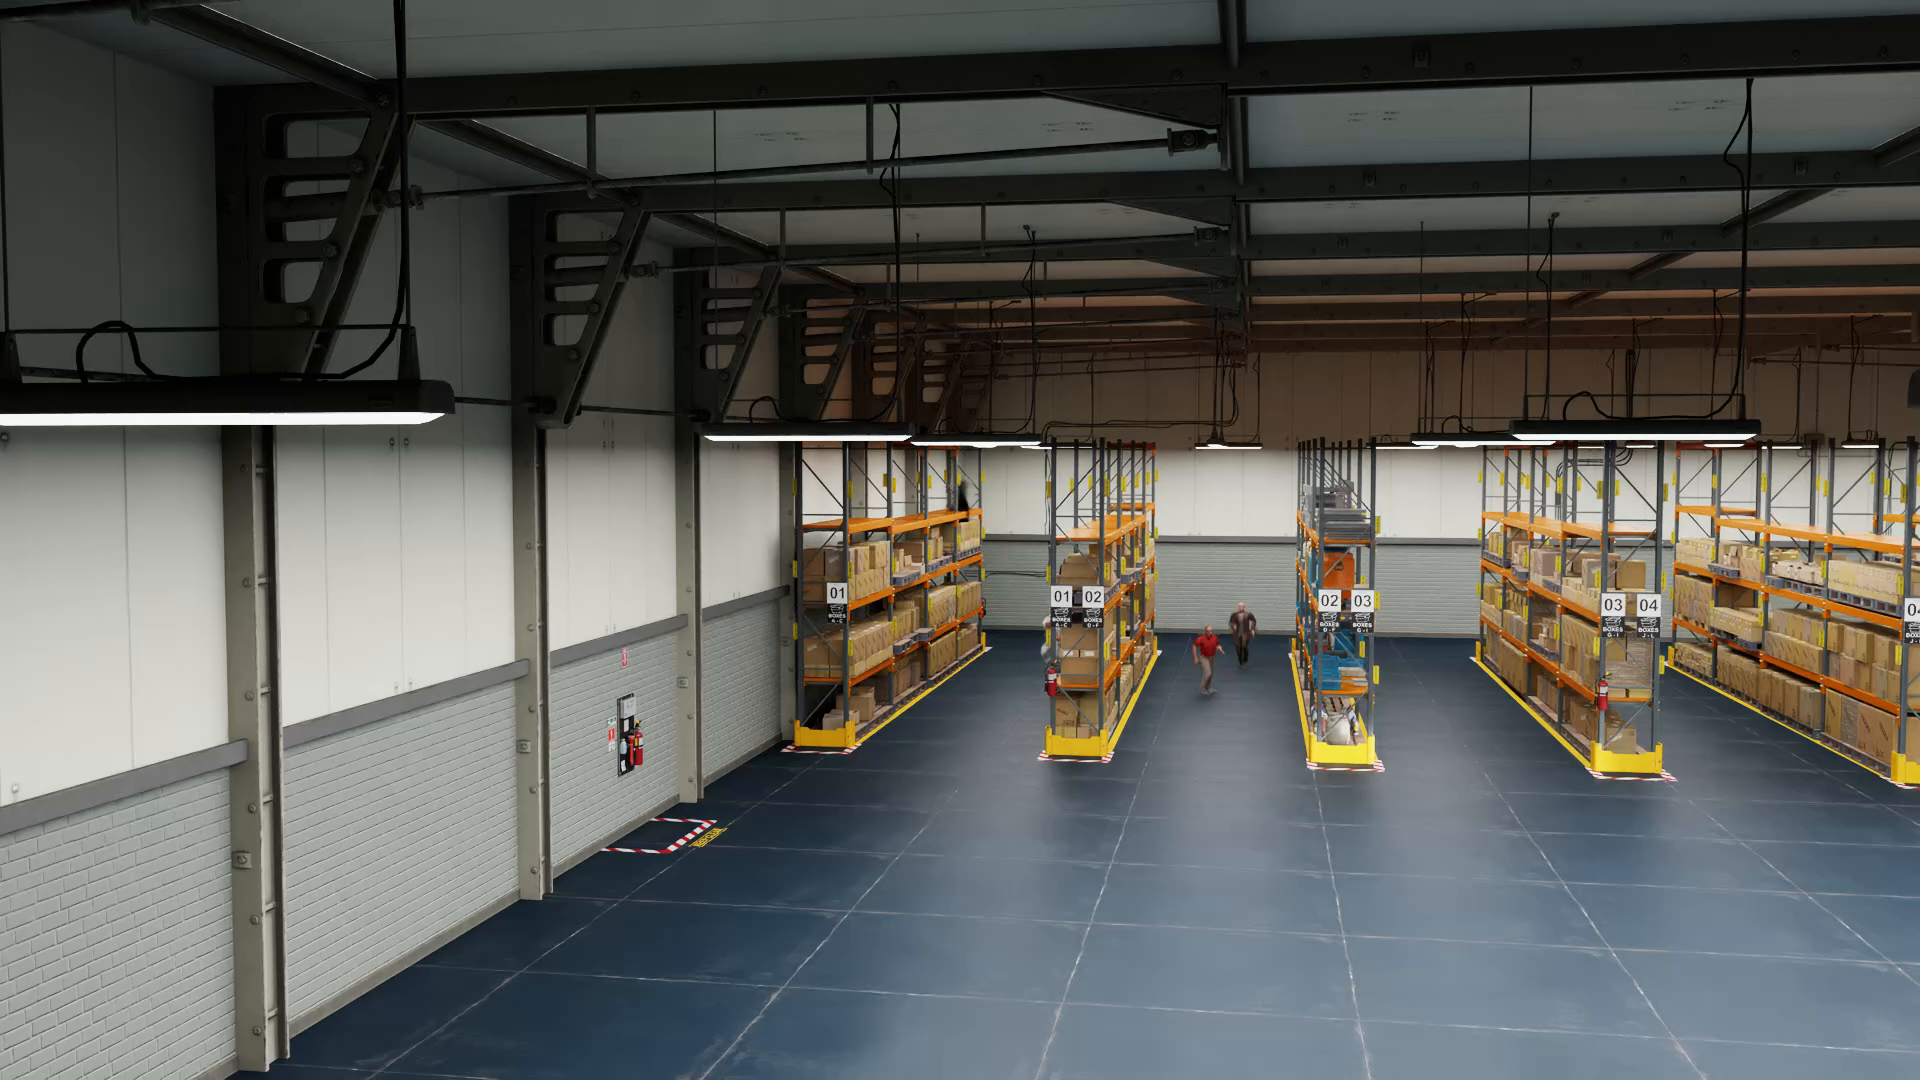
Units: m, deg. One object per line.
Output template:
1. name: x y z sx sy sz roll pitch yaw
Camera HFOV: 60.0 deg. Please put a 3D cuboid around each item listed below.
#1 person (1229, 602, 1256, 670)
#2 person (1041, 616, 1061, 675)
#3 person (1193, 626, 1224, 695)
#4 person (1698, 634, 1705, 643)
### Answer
1. person: 7.418 2.527 43.771 0.693 1.780 0.843 1 3 18
2. person: 2.388 2.699 42.840 0.667 1.547 1.167 2 3 27
3. person: 5.894 2.855 39.305 0.694 1.699 0.832 -2 4 -33
4. person: 21.275 2.393 47.088 0.673 1.722 0.593 -1 3 -21
